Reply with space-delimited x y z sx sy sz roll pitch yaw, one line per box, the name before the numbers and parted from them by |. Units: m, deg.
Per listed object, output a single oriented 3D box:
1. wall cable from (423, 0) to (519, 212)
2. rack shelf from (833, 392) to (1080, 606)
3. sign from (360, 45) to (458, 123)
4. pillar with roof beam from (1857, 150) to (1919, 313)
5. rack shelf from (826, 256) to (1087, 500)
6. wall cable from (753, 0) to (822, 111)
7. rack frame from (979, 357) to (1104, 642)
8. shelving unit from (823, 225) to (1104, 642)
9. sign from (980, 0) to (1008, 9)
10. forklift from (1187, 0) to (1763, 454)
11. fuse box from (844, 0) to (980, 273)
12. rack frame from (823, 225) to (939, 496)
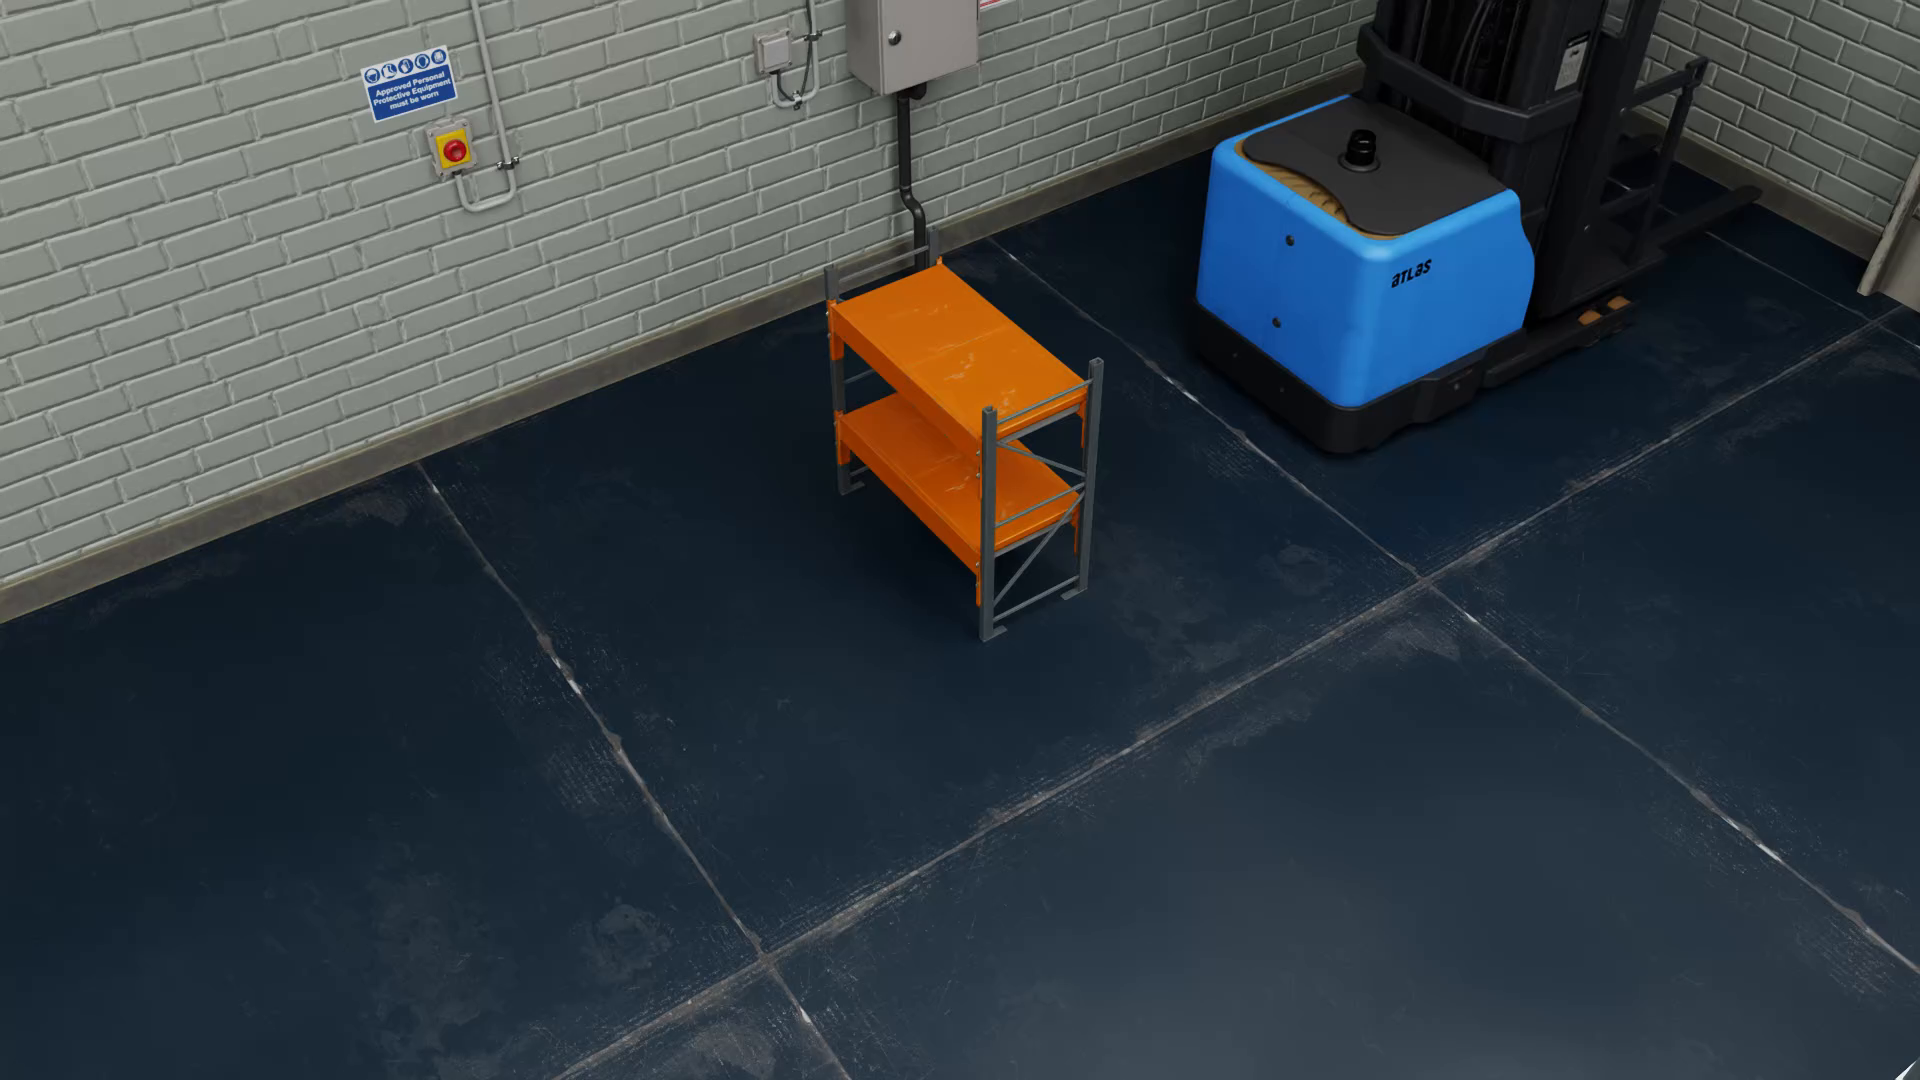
wall cable | -1.958 -1.951 5.863 0.585 1.953 0.123 -26 49 -24
rack shelf | -0.004 -0.234 6.534 0.538 0.278 1.000 -26 49 -24
sign | -2.033 -1.686 6.148 0.327 0.218 0.001 -26 49 -24
pillar with roof beam | 1.022 -2.704 3.065 9.100 9.000 0.400 -26 49 -24
rack shelf | -0.004 -0.622 6.163 0.538 0.278 1.000 -26 49 -24
wall cable | -0.801 -2.507 6.468 0.588 1.984 0.122 -26 49 -24
rack frame | 0.287 -0.123 6.064 0.500 1.125 0.032 -26 49 -24
shelving unit | -0.004 -0.411 6.366 0.538 1.125 1.048 -26 49 -24
sign | 0.135 -2.598 7.368 0.329 0.494 0.001 -26 49 -24
forklift | 2.544 -2.231 6.964 3.031 2.935 1.130 -25 49 -24
fuse box | -0.152 -1.854 7.453 0.539 1.711 0.414 -26 49 -24
rack frame | -0.295 -0.699 6.667 0.500 1.125 0.032 -26 49 -24
